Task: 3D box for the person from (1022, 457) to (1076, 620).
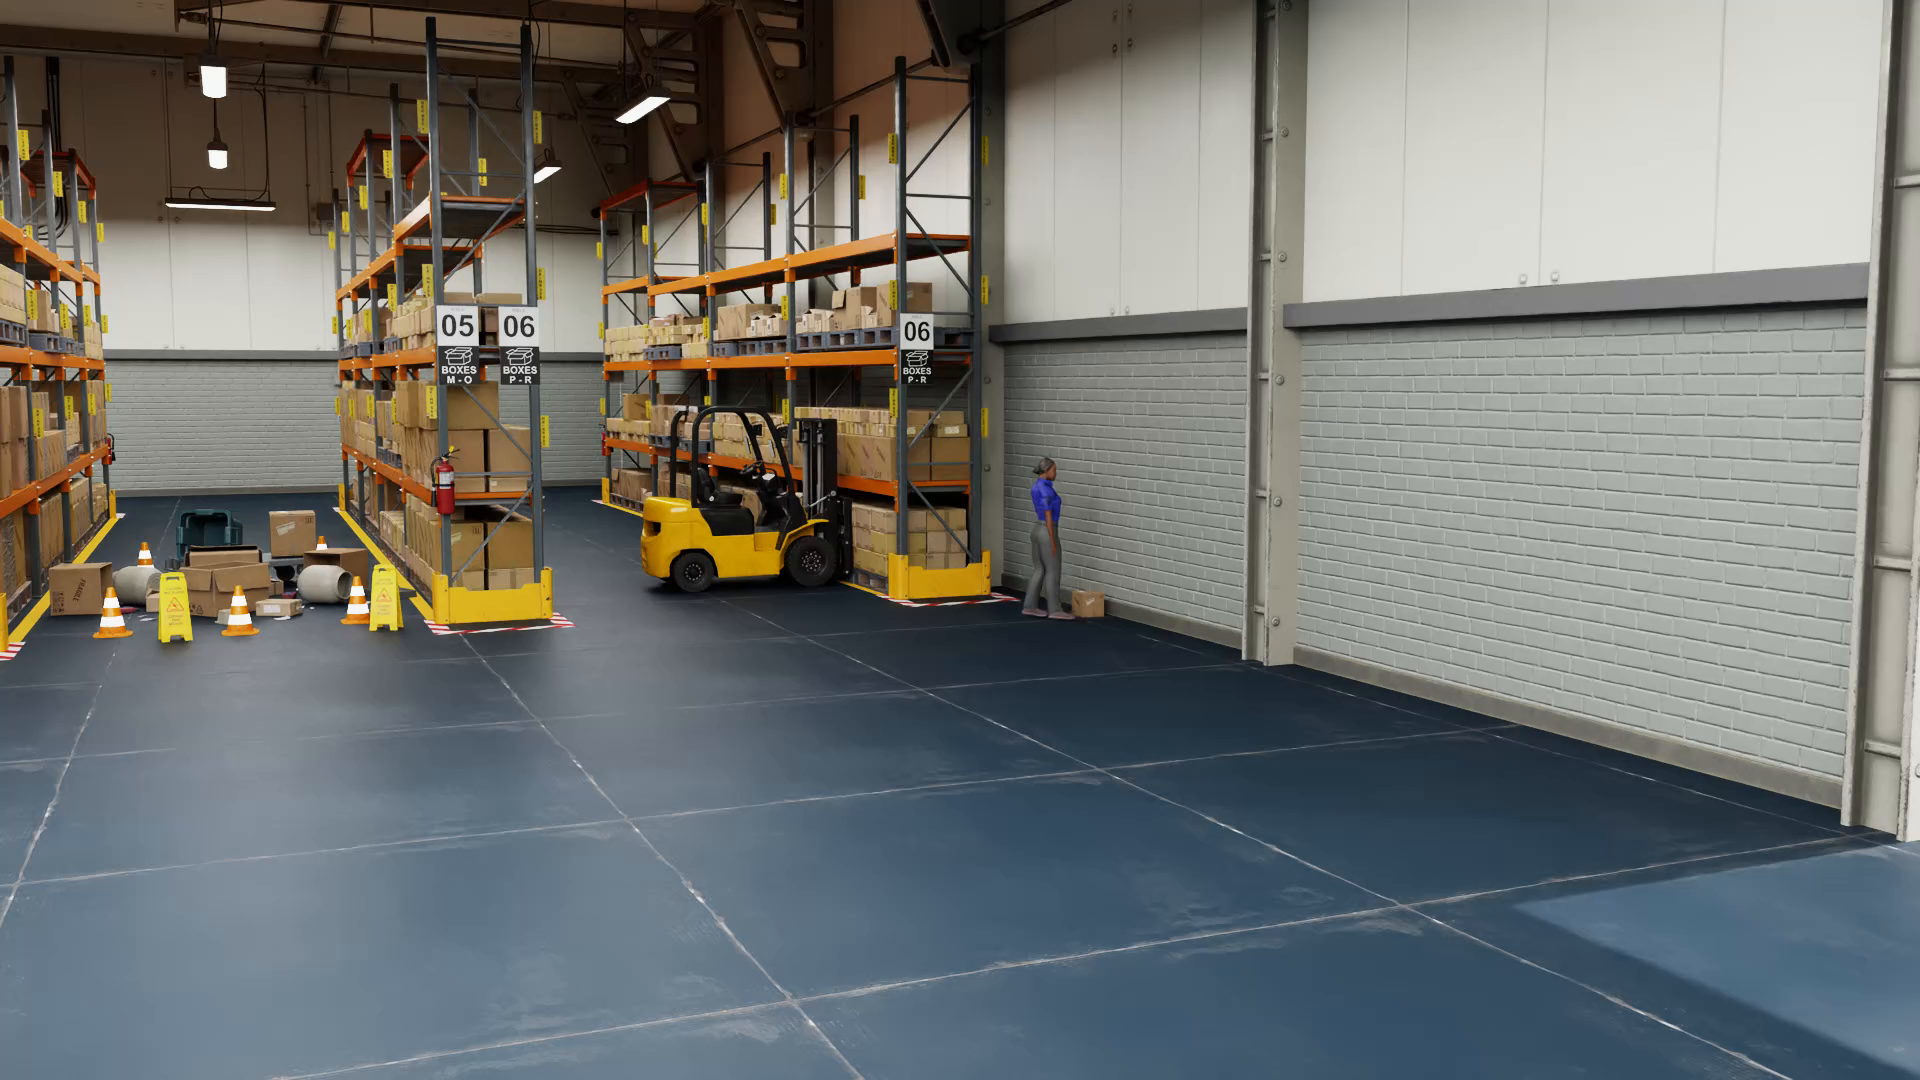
[{"bbox_3d":[0.911,-0.011,17.142,0.502,1.654,0.461,-1,6,-15],"label":"person"}]
